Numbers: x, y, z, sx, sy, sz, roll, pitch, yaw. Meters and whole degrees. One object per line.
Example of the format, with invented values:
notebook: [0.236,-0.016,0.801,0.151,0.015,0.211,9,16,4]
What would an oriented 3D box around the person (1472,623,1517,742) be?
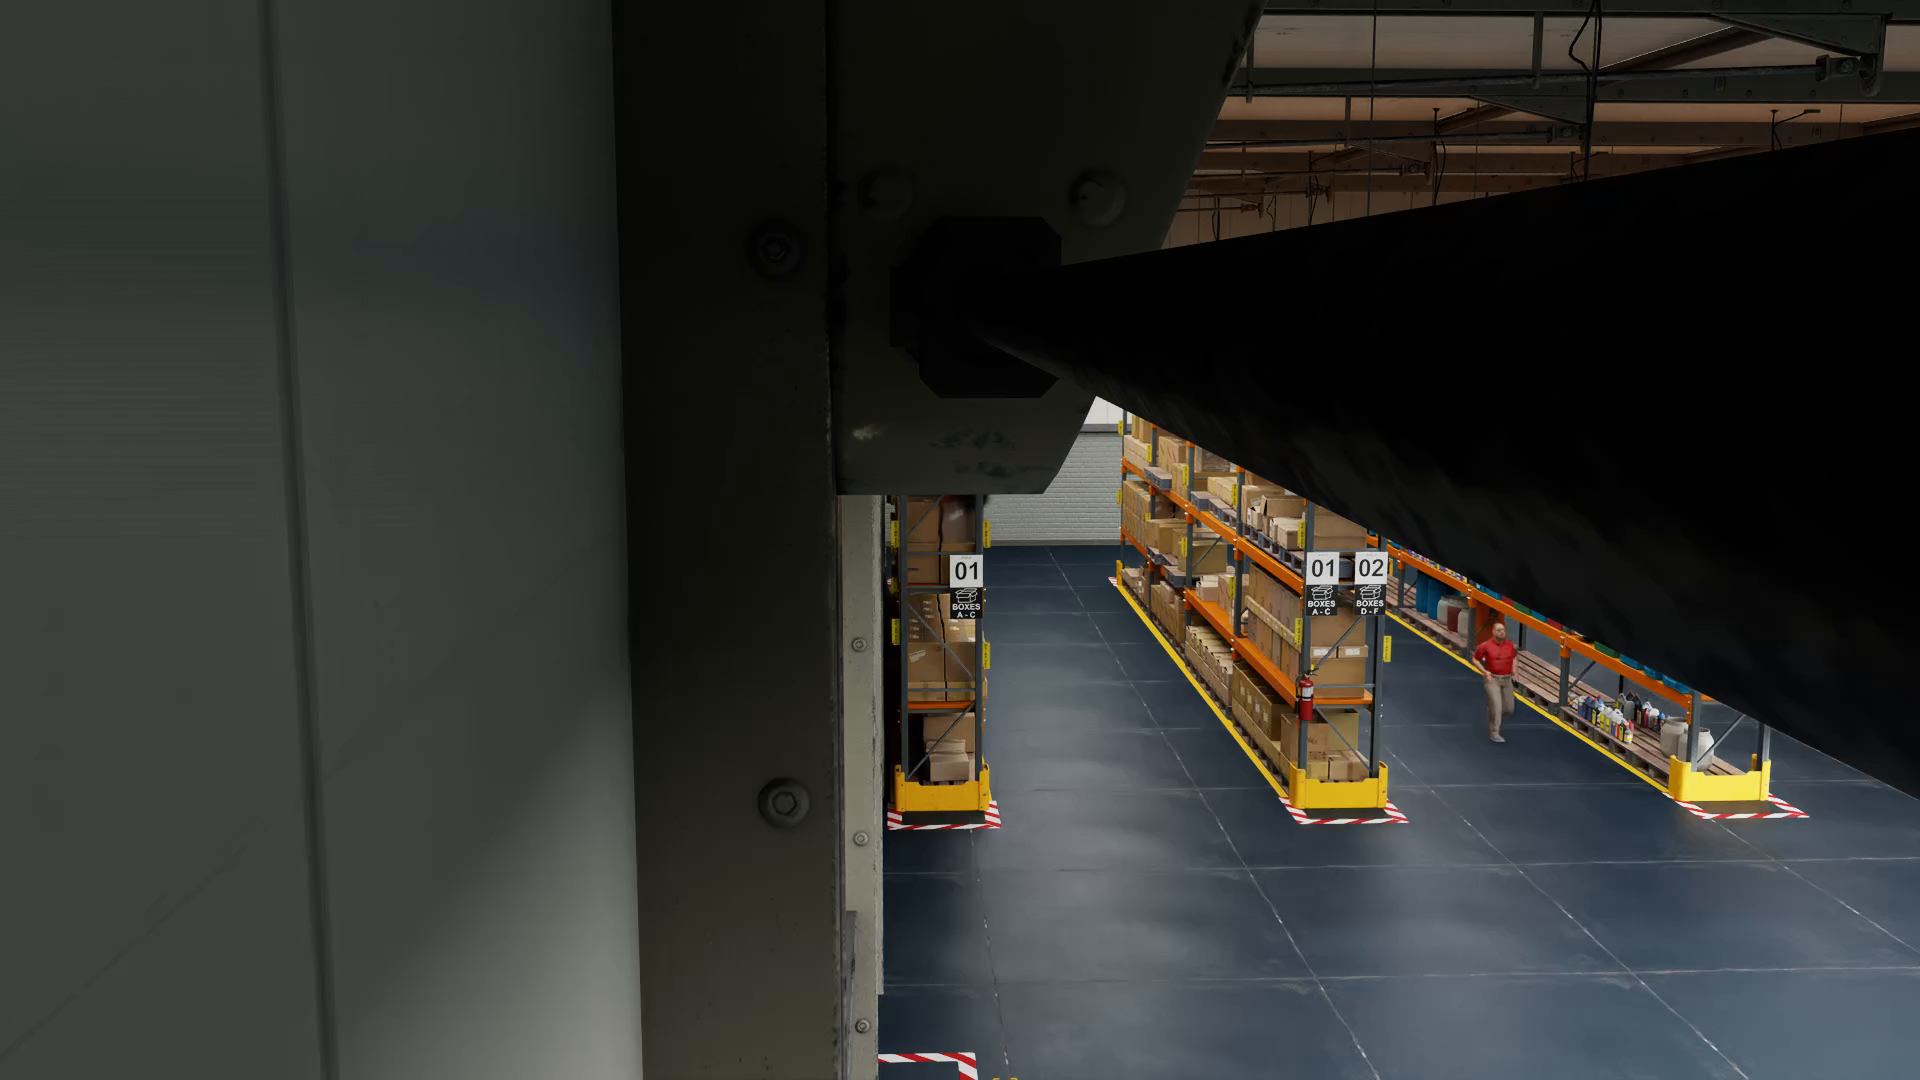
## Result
person: [7.651,2.010,23.755,0.664,1.674,0.654,-1,9,-9]
